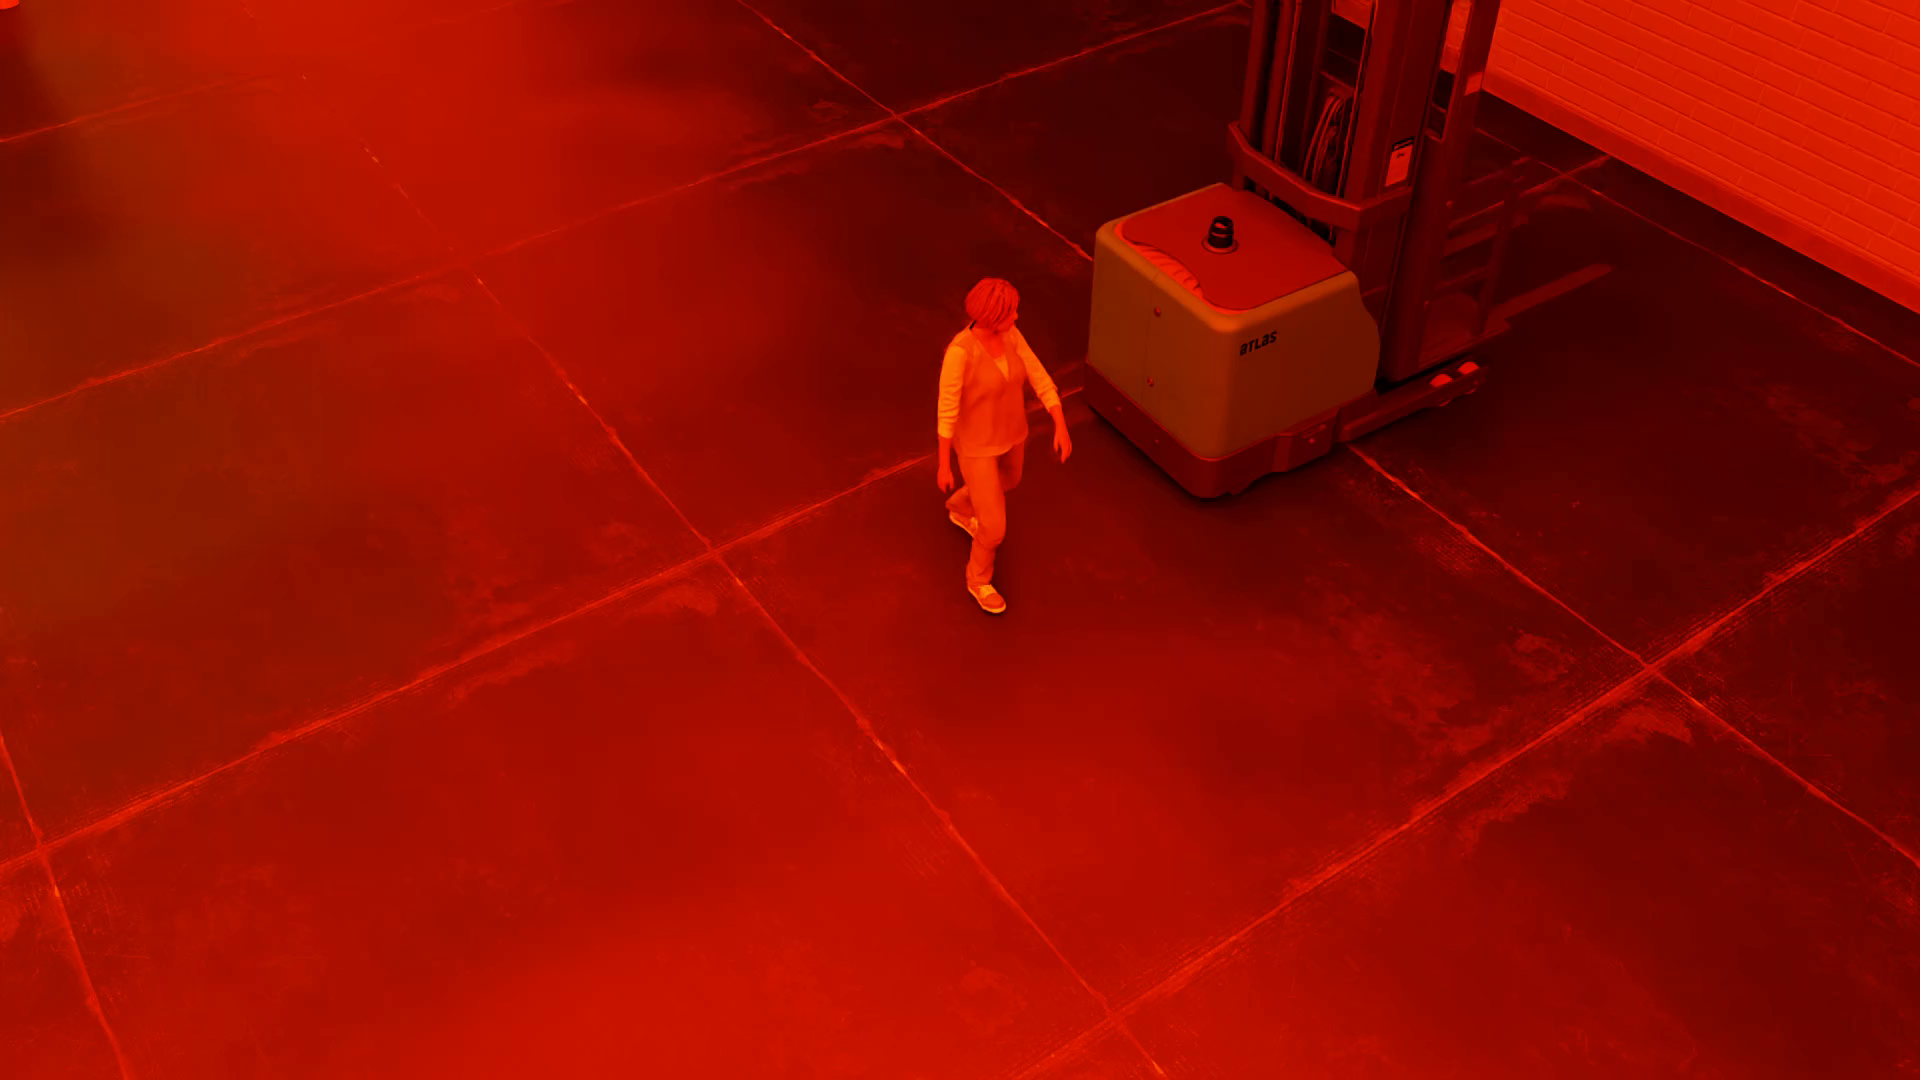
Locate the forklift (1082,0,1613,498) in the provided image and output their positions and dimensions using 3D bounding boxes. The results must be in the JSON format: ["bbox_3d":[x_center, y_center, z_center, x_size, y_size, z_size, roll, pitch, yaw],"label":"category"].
[{"bbox_3d":[2.149,-2.050,7.940,3.031,2.935,1.130,-23,48,-23],"label":"forklift"}]

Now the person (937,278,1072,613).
[{"bbox_3d":[0.122,-0.402,7.197,0.757,1.516,0.575,27,49,26],"label":"person"}]
